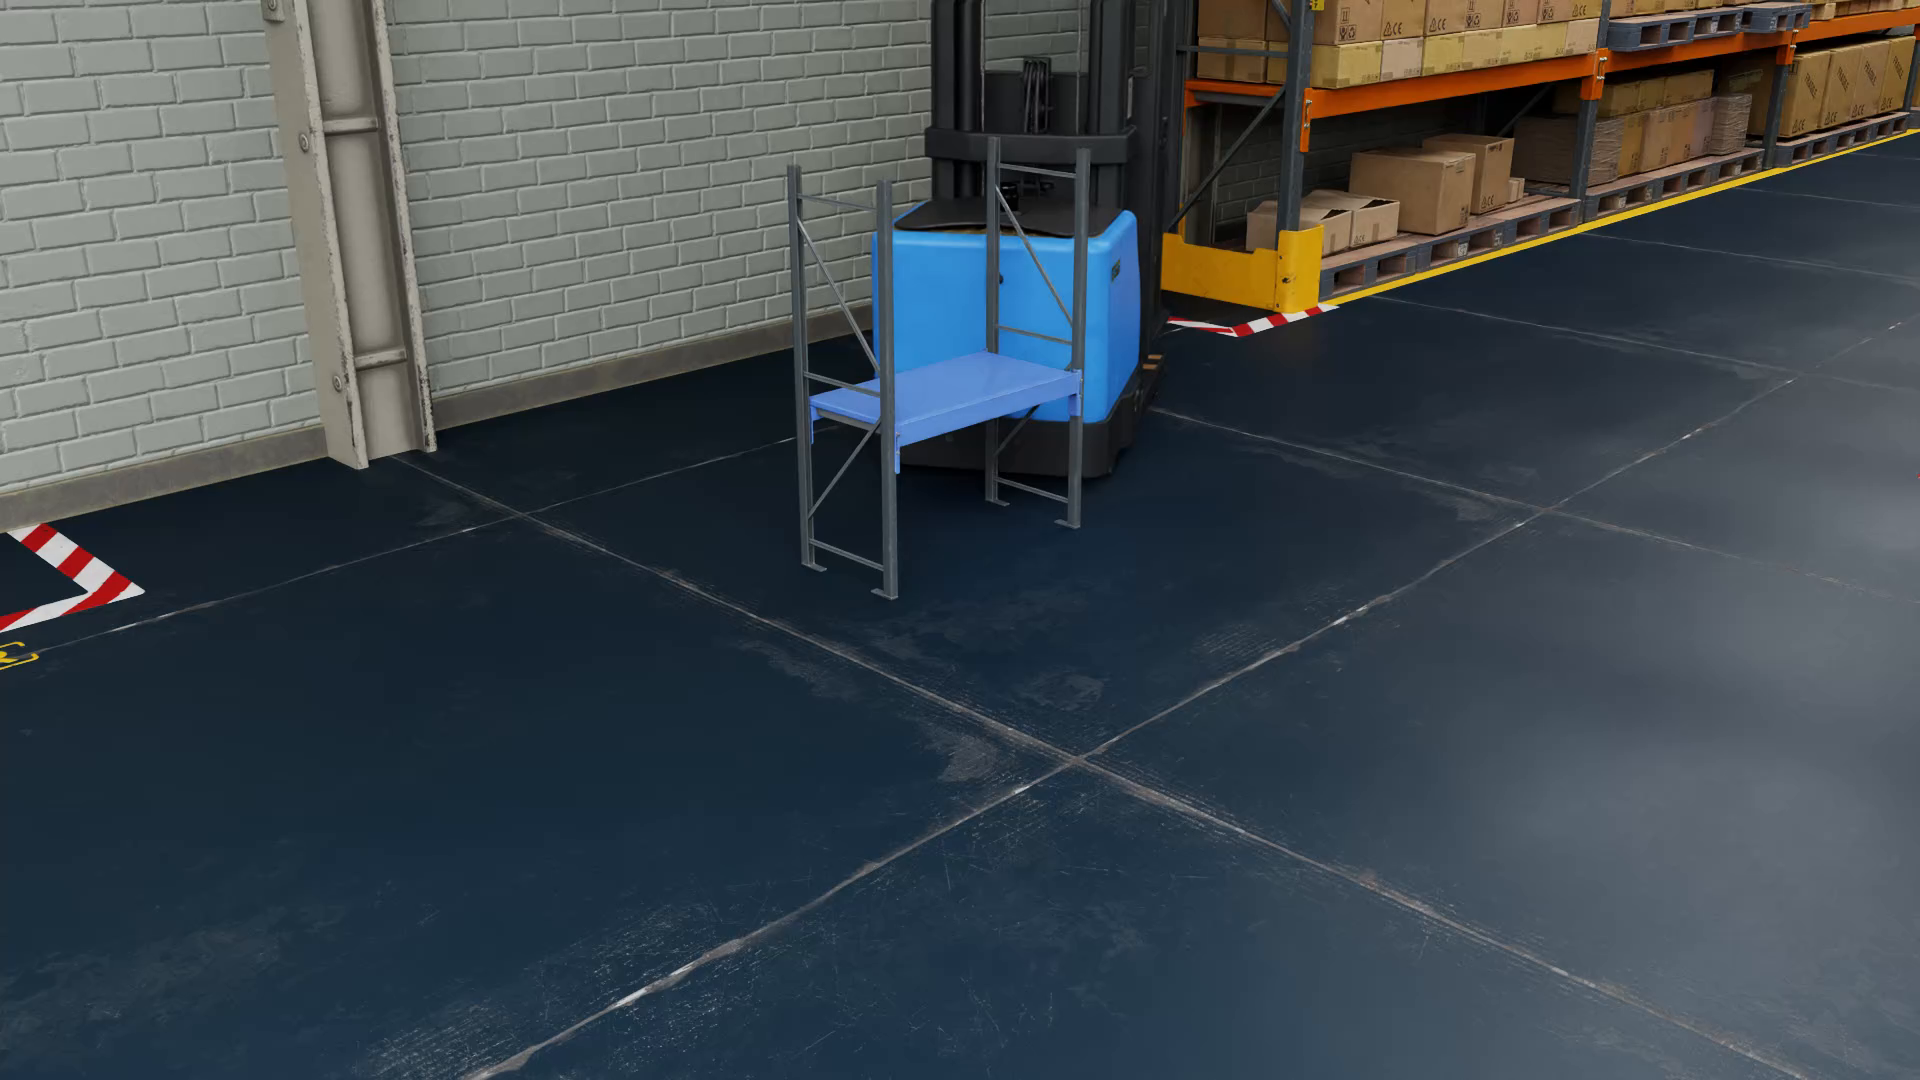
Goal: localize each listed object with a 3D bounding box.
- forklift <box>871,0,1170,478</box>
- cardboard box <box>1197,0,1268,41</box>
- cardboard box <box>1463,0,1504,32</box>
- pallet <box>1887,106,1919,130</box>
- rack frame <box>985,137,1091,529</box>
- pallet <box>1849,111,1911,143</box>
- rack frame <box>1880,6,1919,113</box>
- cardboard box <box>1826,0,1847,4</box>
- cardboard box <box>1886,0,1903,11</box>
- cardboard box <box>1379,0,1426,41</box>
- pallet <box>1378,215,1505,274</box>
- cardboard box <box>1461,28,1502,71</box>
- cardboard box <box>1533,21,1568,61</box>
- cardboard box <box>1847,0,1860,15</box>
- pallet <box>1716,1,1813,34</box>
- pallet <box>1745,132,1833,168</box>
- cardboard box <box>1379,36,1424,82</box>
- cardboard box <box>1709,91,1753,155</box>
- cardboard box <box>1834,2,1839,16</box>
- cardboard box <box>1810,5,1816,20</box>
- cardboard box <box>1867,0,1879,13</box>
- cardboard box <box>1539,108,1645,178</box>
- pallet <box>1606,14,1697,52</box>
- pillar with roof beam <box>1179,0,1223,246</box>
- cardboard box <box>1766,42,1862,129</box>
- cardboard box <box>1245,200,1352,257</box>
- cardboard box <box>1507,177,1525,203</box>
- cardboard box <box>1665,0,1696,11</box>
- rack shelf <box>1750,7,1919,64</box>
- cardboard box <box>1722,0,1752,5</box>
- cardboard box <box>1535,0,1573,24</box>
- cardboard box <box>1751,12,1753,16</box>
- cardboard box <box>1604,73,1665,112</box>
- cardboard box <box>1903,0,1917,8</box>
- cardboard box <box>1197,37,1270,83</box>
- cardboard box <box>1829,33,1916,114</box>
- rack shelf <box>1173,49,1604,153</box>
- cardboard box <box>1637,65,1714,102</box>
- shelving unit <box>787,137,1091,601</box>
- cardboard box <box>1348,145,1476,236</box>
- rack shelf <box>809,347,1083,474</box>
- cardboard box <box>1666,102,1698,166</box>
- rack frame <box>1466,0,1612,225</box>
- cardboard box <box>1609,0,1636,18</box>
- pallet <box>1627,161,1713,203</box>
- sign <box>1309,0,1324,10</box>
[{"bbox_3d":[0.462,-2.127,8.022,1.130,2.935,3.031,5,22,13],"label":"forklift"},{"bbox_3d":[1.845,-3.412,10.406,0.500,0.500,0.500,19,28,40],"label":"cardboard box"},{"bbox_3d":[3.285,-3.676,11.095,0.500,0.500,0.500,-19,28,-40],"label":"cardboard box"},{"bbox_3d":[10.626,-4.907,19.047,1.003,0.211,1.213,19,28,41],"label":"pallet"},{"bbox_3d":[0.295,-0.809,6.588,0.500,1.500,0.032,19,28,41],"label":"rack frame"},{"bbox_3d":[9.555,-4.514,18.024,1.003,0.211,1.213,19,28,41],"label":"pallet"},{"bbox_3d":[10.040,-6.033,18.089,1.000,3.000,0.127,19,28,41],"label":"rack frame"},{"bbox_3d":[8.143,-5.392,15.841,0.500,0.500,0.500,-19,28,-40],"label":"cardboard box"},{"bbox_3d":[9.492,-5.558,17.177,0.380,0.149,0.250,19,28,41],"label":"cardboard box"},{"bbox_3d":[2.569,-3.409,10.400,0.500,0.500,0.500,19,28,41],"label":"cardboard box"},{"bbox_3d":[3.164,-2.178,11.947,1.003,0.211,1.213,19,28,41],"label":"pallet"},{"bbox_3d":[3.302,-3.329,11.237,0.500,0.250,0.500,20,28,41],"label":"cardboard box"},{"bbox_3d":[3.992,-3.592,11.920,0.500,0.250,0.500,19,28,41],"label":"cardboard box"},{"bbox_3d":[8.707,-5.320,16.558,0.380,0.149,0.250,19,28,41],"label":"cardboard box"},{"bbox_3d":[6.828,-4.705,14.902,1.213,0.211,1.003,19,28,41],"label":"pallet"},{"bbox_3d":[7.853,-3.887,16.392,1.003,0.211,1.213,19,28,41],"label":"pallet"},{"bbox_3d":[2.588,-3.070,10.563,0.500,0.250,0.500,18,28,39],"label":"cardboard box"},{"bbox_3d":[6.784,-3.845,15.268,0.500,0.500,0.700,-20,29,-41],"label":"cardboard box"},{"bbox_3d":[8.335,-5.197,16.238,0.250,0.149,0.380,-19,28,-41],"label":"cardboard box"},{"bbox_3d":[7.827,-4.986,15.688,0.250,0.149,0.380,-20,29,-41],"label":"cardboard box"},{"bbox_3d":[9.089,-5.451,16.899,0.380,0.149,0.250,18,28,39],"label":"cardboard box"},{"bbox_3d":[5.285,-3.354,13.990,0.700,0.500,0.500,19,28,40],"label":"cardboard box"},{"bbox_3d":[5.096,-4.047,13.190,1.003,0.211,1.213,19,28,41],"label":"pallet"},{"bbox_3d":[4.621,-5.067,7.216,9.100,9.000,0.400,19,28,41],"label":"pillar with roof beam"},{"bbox_3d":[8.472,-4.577,16.712,0.750,0.750,0.750,19,28,40],"label":"cardboard box"},{"bbox_3d":[2.215,-2.054,10.871,0.500,0.311,0.500,15,26,35],"label":"cardboard box"},{"bbox_3d":[4.107,-2.714,12.791,0.380,0.166,0.250,15,26,34],"label":"cardboard box"},{"bbox_3d":[5.670,-4.670,13.790,0.500,0.500,0.700,-16,26,-35],"label":"cardboard box"},{"bbox_3d":[8.644,-5.183,16.881,1.077,0.370,4.000,19,28,41],"label":"rack shelf"},{"bbox_3d":[6.558,-4.983,14.605,0.700,0.500,0.500,16,26,36],"label":"cardboard box"},{"bbox_3d":[4.006,-3.937,11.773,0.500,0.500,0.500,19,28,40],"label":"cardboard box"},{"bbox_3d":[7.464,-5.110,16.012,0.380,0.149,0.250,20,28,41],"label":"cardboard box"},{"bbox_3d":[5.625,-3.807,14.124,0.500,0.250,0.500,18,28,39],"label":"cardboard box"},{"bbox_3d":[9.847,-5.696,17.536,0.250,0.149,0.380,-20,28,-41],"label":"cardboard box"},{"bbox_3d":[1.855,-3.056,10.526,0.500,0.250,0.500,-20,28,-41],"label":"cardboard box"},{"bbox_3d":[9.679,-5.026,17.880,0.750,0.750,0.750,20,28,41],"label":"cardboard box"},{"bbox_3d":[3.064,-3.126,11.530,1.077,0.370,4.000,19,28,41],"label":"rack shelf"},{"bbox_3d":[6.342,-4.064,14.793,0.500,0.250,0.500,-20,28,-41],"label":"cardboard box"},{"bbox_3d":[-0.060,-0.678,6.248,0.538,1.500,1.048,19,28,41],"label":"shelving unit"},{"bbox_3d":[3.161,-2.465,11.677,0.700,0.500,0.500,17,27,37],"label":"cardboard box"},{"bbox_3d":[-0.060,-0.510,6.313,0.538,0.185,1.000,19,28,41],"label":"rack shelf"},{"bbox_3d":[6.015,-3.607,14.648,0.700,0.500,0.500,19,28,40],"label":"cardboard box"},{"bbox_3d":[4.459,-3.976,12.739,1.000,3.000,0.127,19,28,41],"label":"rack frame"},{"bbox_3d":[4.838,-4.351,12.960,0.700,0.500,0.500,19,28,41],"label":"cardboard box"},{"bbox_3d":[5.852,-3.190,14.581,1.003,0.211,1.213,19,28,41],"label":"pallet"},{"bbox_3d":[2.057,-3.216,9.555,0.100,0.325,0.005,19,28,41],"label":"sign"}]
